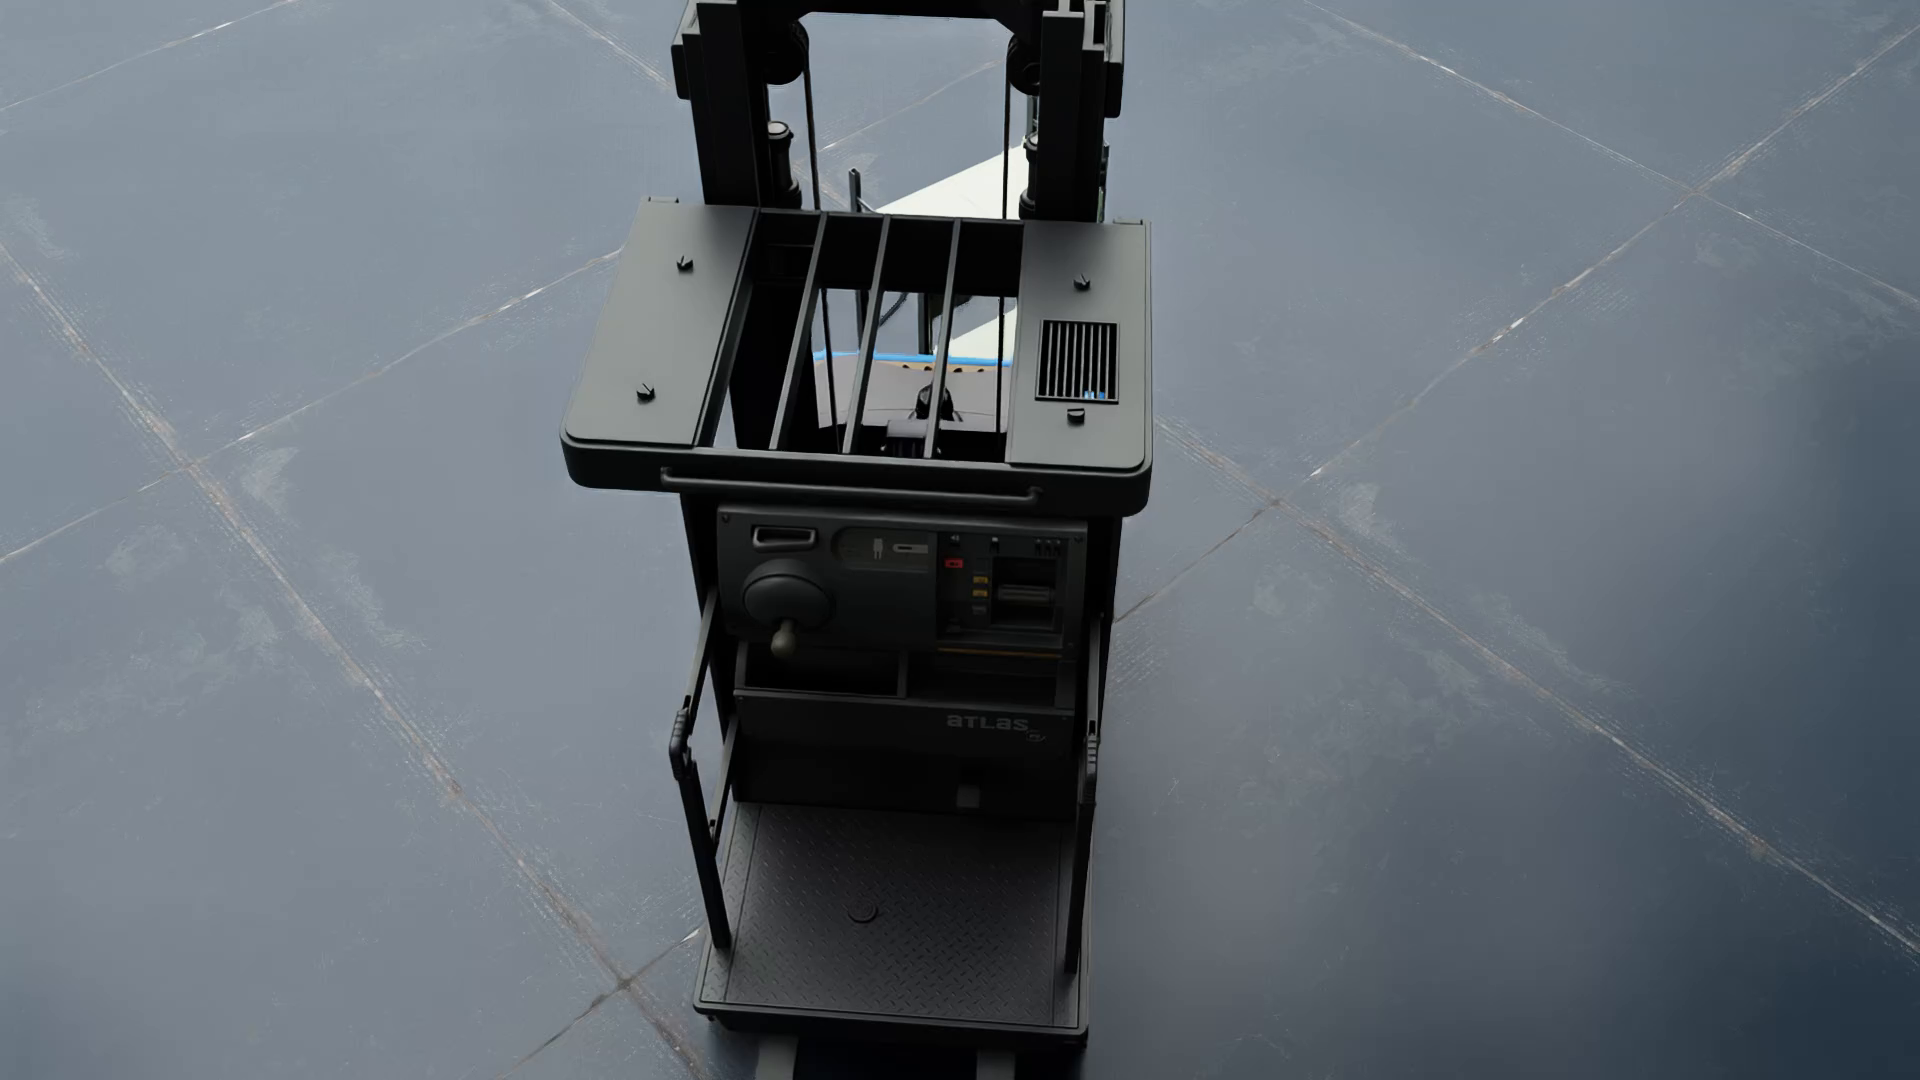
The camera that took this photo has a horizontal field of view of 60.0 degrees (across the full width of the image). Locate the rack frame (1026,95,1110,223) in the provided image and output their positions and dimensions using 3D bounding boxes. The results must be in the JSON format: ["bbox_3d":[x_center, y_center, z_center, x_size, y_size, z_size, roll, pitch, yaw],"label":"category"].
[{"bbox_3d":[0.356,-0.886,6.047,0.023,1.500,0.400,-29,54,-24],"label":"rack frame"}]

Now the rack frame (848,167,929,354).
[{"bbox_3d":[-0.226,-0.559,5.746,0.023,1.500,0.400,-29,54,-24],"label":"rack frame"}]

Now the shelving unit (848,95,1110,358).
[{"bbox_3d":[0.065,-0.723,5.896,0.755,1.500,0.431,-29,54,-24],"label":"shelving unit"}]

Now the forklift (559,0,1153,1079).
[{"bbox_3d":[-0.162,0.217,4.055,1.130,2.935,3.031,3,47,3],"label":"forklift"}]

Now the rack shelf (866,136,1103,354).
[{"bbox_3d":[0.065,-0.987,5.609,0.720,0.370,0.431,-29,54,-24],"label":"rack shelf"}]

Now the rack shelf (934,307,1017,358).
[{"bbox_3d":[0.065,-0.501,6.136,0.720,0.370,0.431,-29,54,-24],"label":"rack shelf"}]
